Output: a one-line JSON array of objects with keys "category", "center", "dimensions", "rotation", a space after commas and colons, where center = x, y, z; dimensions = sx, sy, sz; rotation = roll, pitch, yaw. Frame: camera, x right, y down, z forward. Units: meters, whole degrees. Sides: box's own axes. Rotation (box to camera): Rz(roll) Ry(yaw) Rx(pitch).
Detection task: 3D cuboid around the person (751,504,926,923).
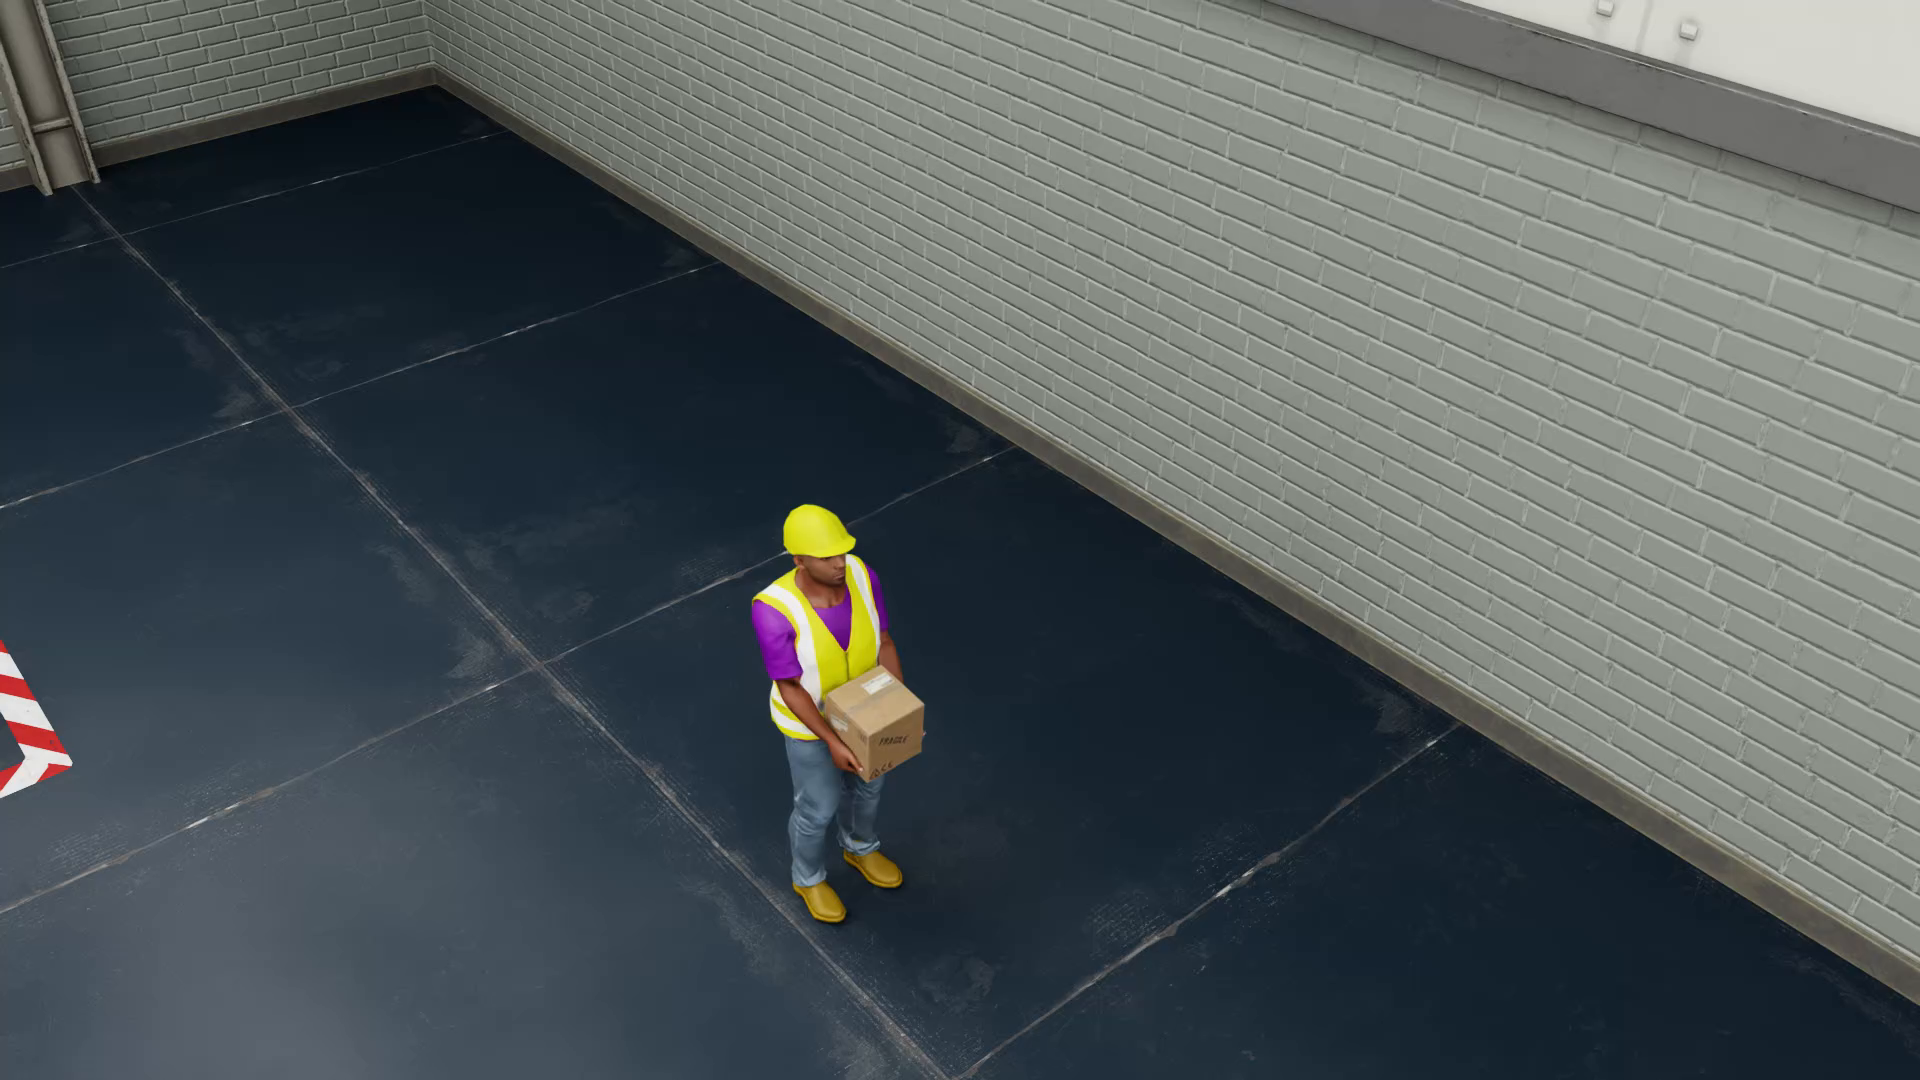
[{"category": "person", "center": [-0.414, 0.681, 6.111], "dimensions": [0.521, 1.767, 0.573], "rotation": [-26, 43, -32]}]
